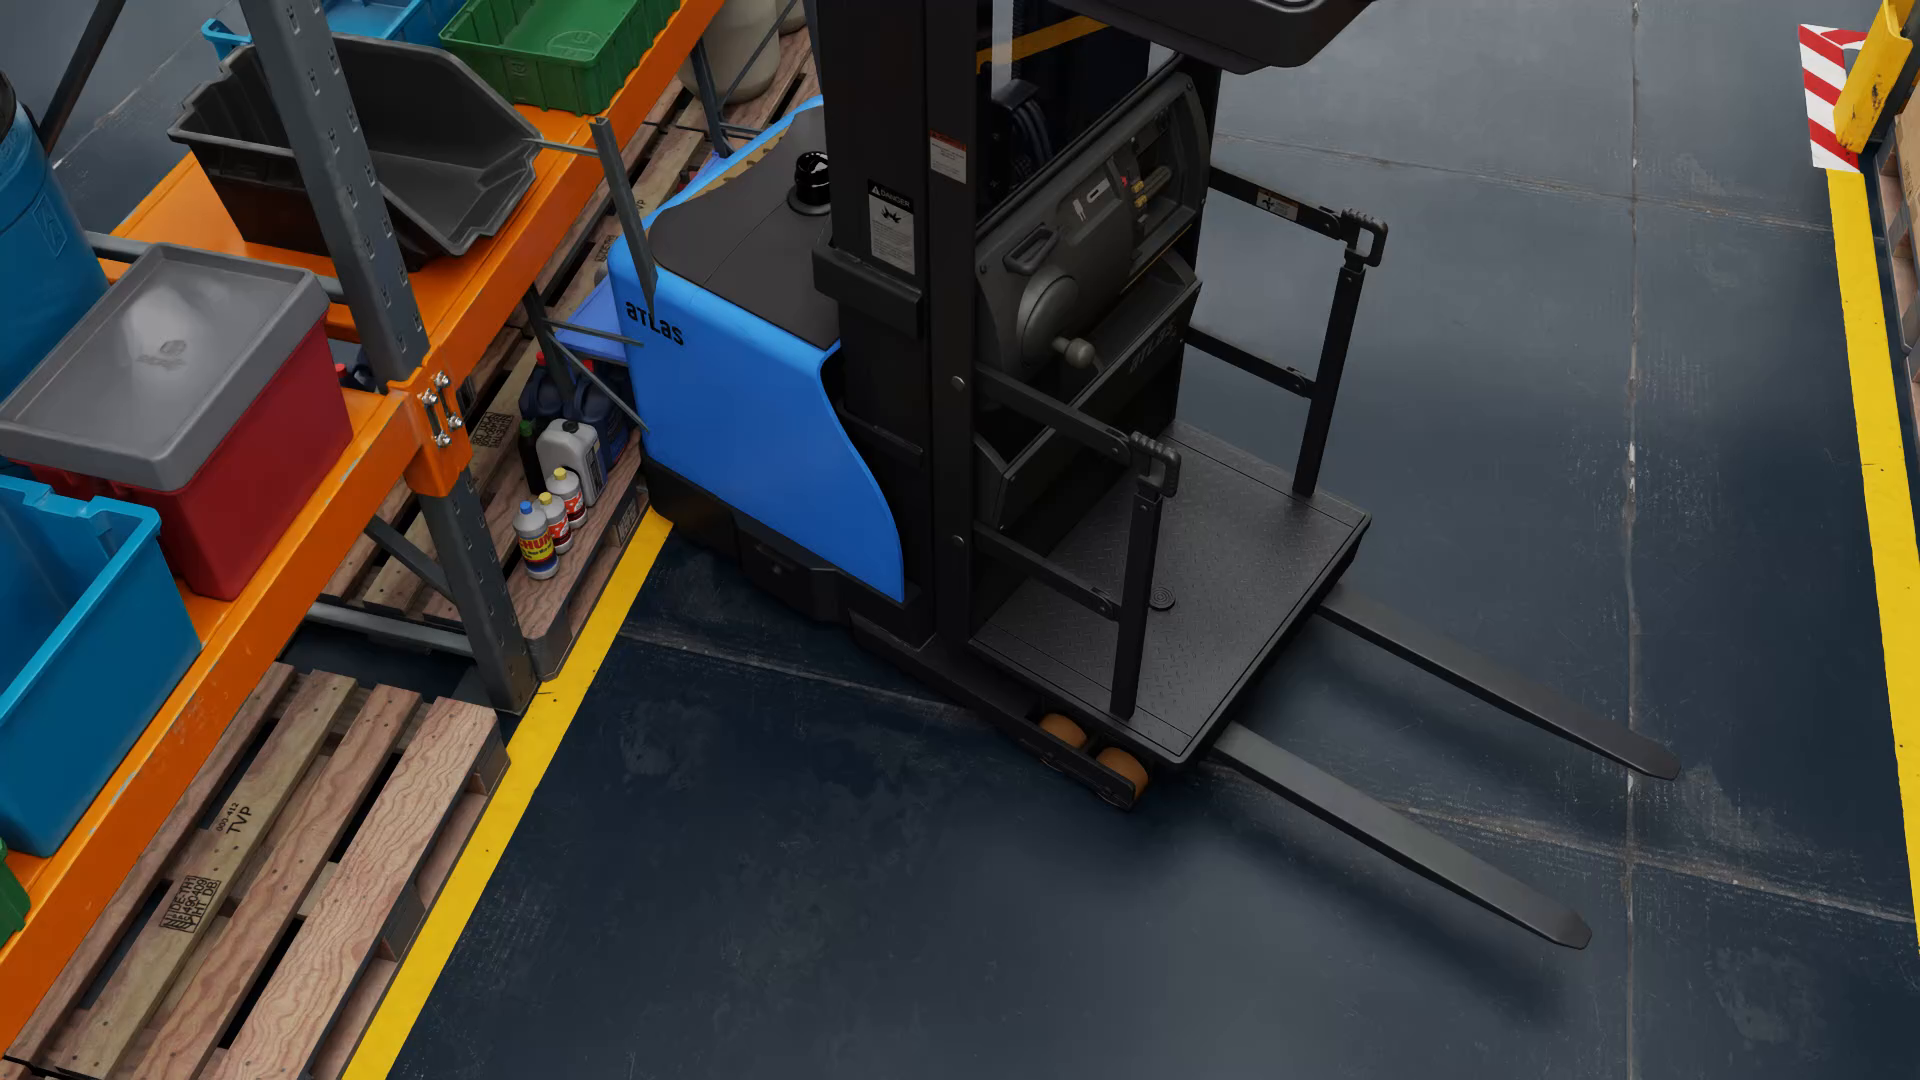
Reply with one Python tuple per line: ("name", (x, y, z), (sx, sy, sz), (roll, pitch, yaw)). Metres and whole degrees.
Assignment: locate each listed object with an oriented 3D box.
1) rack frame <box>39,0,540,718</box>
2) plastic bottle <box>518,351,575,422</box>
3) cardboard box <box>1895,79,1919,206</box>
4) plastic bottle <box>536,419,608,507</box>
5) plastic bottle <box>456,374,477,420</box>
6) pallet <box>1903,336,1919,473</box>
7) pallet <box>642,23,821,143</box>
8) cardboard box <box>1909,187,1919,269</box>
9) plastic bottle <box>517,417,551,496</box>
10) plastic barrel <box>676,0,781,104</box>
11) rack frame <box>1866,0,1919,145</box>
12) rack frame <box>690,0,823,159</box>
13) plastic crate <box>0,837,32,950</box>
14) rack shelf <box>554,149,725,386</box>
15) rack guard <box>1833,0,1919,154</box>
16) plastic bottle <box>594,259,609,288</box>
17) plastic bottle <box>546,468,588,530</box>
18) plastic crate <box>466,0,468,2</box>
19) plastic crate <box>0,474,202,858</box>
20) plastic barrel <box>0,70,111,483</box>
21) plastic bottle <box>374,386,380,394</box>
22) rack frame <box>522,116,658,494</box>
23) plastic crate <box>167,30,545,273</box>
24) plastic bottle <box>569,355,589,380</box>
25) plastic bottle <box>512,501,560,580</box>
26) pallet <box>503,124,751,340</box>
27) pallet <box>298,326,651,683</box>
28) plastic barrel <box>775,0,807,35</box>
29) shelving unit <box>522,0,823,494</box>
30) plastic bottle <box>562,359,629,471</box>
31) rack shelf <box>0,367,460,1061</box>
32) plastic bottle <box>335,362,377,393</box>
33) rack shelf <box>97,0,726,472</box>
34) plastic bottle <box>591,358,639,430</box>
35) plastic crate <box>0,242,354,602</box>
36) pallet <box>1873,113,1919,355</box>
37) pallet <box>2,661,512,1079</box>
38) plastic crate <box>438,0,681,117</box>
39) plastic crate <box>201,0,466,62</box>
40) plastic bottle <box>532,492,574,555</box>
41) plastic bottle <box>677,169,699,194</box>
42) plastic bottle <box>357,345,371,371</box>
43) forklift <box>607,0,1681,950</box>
("rack frame", (-1.731, -0.622, 3.799), (1.000, 3.000, 0.127), (12, 50, 10))
("plastic bottle", (-1.258, -0.422, 5.095), (0.144, 0.351, 0.185), (12, 50, 10))
("cardboard box", (3.744, -1.421, 6.057), (0.500, 0.250, 0.500), (12, 50, 10))
("plastic bottle", (-1.166, -0.250, 4.993), (0.152, 0.276, 0.135), (13, 50, 11))
("plastic bottle", (-1.640, -0.517, 5.229), (0.152, 0.276, 0.135), (12, 50, 10))
("pallet", (3.615, -0.172, 5.261), (1.003, 0.211, 1.213), (12, 50, 10))
("pallet", (-0.872, -1.942, 6.823), (1.003, 0.211, 1.213), (12, 50, 10))
("cardboard box", (3.615, -1.058, 5.737), (0.500, 0.250, 0.500), (12, 50, 10))
("plastic bottle", (-1.269, -0.273, 5.009), (0.061, 0.283, 0.133), (12, 50, 10))
("plastic barrel", (-0.910, -1.978, 6.374), (0.421, 0.512, 0.421), (0, 49, 0))
("rack frame", (4.099, -2.536, 5.487), (1.000, 3.000, 0.127), (12, 50, 10))
("rack frame", (-0.582, -1.288, 5.307), (0.500, 1.500, 0.032), (15, 51, 21))
("plastic crate", (-1.917, 0.763, 2.717), (0.450, 0.188, 0.662), (12, 50, 10))
("rack shelf", (-0.775, -0.812, 5.142), (0.538, 0.185, 1.000), (15, 51, 21))
("rack guard", (4.106, -1.726, 6.440), (1.175, 0.500, 0.348), (12, 50, 10))
("plastic bottle", (-1.106, -0.824, 5.500), (0.152, 0.276, 0.135), (12, 50, 10))
("plastic bottle", (-1.171, -0.133, 4.940), (0.097, 0.201, 0.097), (0, 49, 0))
("plastic crate", (-1.548, -1.760, 4.978), (0.530, 0.136, 0.437), (12, 50, 10))
("plastic crate", (-1.721, 0.242, 3.046), (0.392, 0.384, 0.575), (12, 50, 10))
("plastic barrel", (-2.125, -0.569, 3.417), (0.600, 0.901, 0.708), (12, 50, 10))
("plastic bottle", (-1.701, -0.386, 5.063), (0.144, 0.351, 0.185), (12, 50, 10))
("rack frame", (-1.008, -0.579, 4.716), (0.500, 1.500, 0.032), (15, 51, 21))
("plastic crate", (-1.471, -0.955, 4.134), (0.767, 0.338, 0.504), (12, 50, 10))
("plastic bottle", (-1.197, -0.496, 5.213), (0.097, 0.271, 0.097), (0, 49, 0))
("plastic bottle", (-1.224, -0.009, 4.784), (0.097, 0.271, 0.097), (0, 49, 0))
("pallet", (-1.195, -1.063, 6.047), (1.003, 0.211, 1.213), (12, 50, 10))
("pallet", (-1.514, -0.177, 5.266), (1.003, 0.211, 1.213), (12, 50, 10))
("plastic barrel", (-0.778, -2.340, 6.694), (0.421, 0.512, 0.421), (0, 49, 0))
("shelving unit", (-0.795, -0.933, 5.011), (0.538, 1.500, 1.048), (15, 51, 21))
("plastic bottle", (-1.118, -0.393, 5.070), (0.144, 0.351, 0.185), (13, 50, 11))
("rack shelf", (-2.258, 1.062, 2.792), (1.077, 0.370, 4.000), (12, 50, 10))
("plastic bottle", (-1.840, -0.414, 5.088), (0.144, 0.351, 0.185), (10, 49, 9))
("rack shelf", (-1.205, -1.831, 5.345), (1.077, 0.370, 4.000), (12, 50, 10))
("plastic bottle", (-1.069, -0.530, 5.190), (0.144, 0.351, 0.185), (10, 49, 8))
("plastic crate", (-1.563, -0.233, 3.412), (0.402, 0.464, 0.583), (12, 50, 10))
("pallet", (3.938, -1.051, 6.037), (1.003, 0.211, 1.213), (12, 50, 10))
("pallet", (-1.900, 0.876, 4.336), (1.003, 0.211, 1.213), (12, 50, 10))
("plastic crate", (-1.102, -1.479, 4.696), (0.450, 0.188, 0.662), (12, 50, 10))
("plastic crate", (-1.702, -1.427, 4.608), (0.499, 0.251, 0.616), (12, 50, 10))
("plastic bottle", (-1.198, -0.060, 4.875), (0.097, 0.201, 0.097), (0, 49, 0))
("plastic bottle", (-0.935, -1.191, 5.819), (0.061, 0.283, 0.133), (12, 50, 10))
("plastic bottle", (-1.789, -0.553, 5.211), (0.144, 0.351, 0.185), (9, 49, 8))
("forklift", (0.503, -0.693, 3.907), (3.031, 2.935, 1.130), (29, 55, 23))
